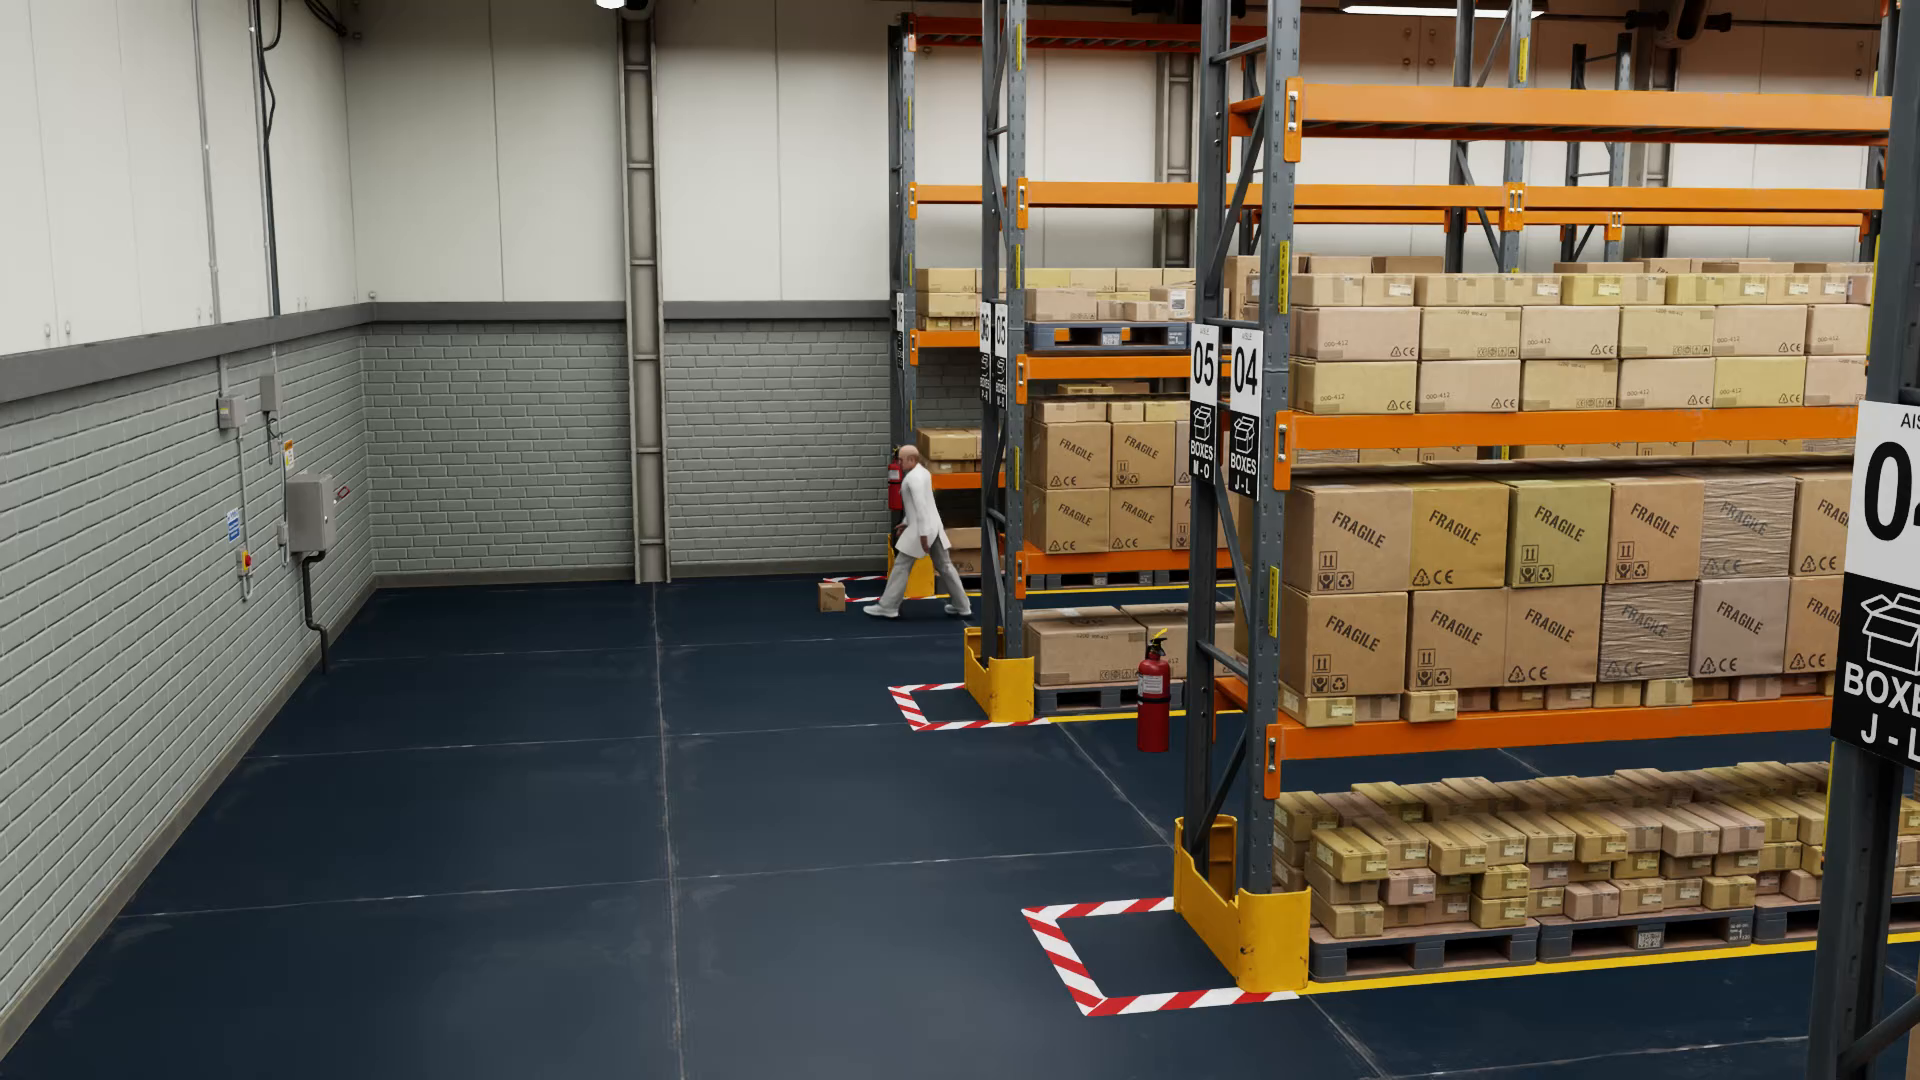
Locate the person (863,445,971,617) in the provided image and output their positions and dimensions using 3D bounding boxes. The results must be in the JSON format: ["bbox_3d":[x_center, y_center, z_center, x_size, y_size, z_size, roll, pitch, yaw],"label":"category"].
[{"bbox_3d":[-0.404,-0.099,16.513,1.038,1.705,0.592,4,10,23],"label":"person"}]
